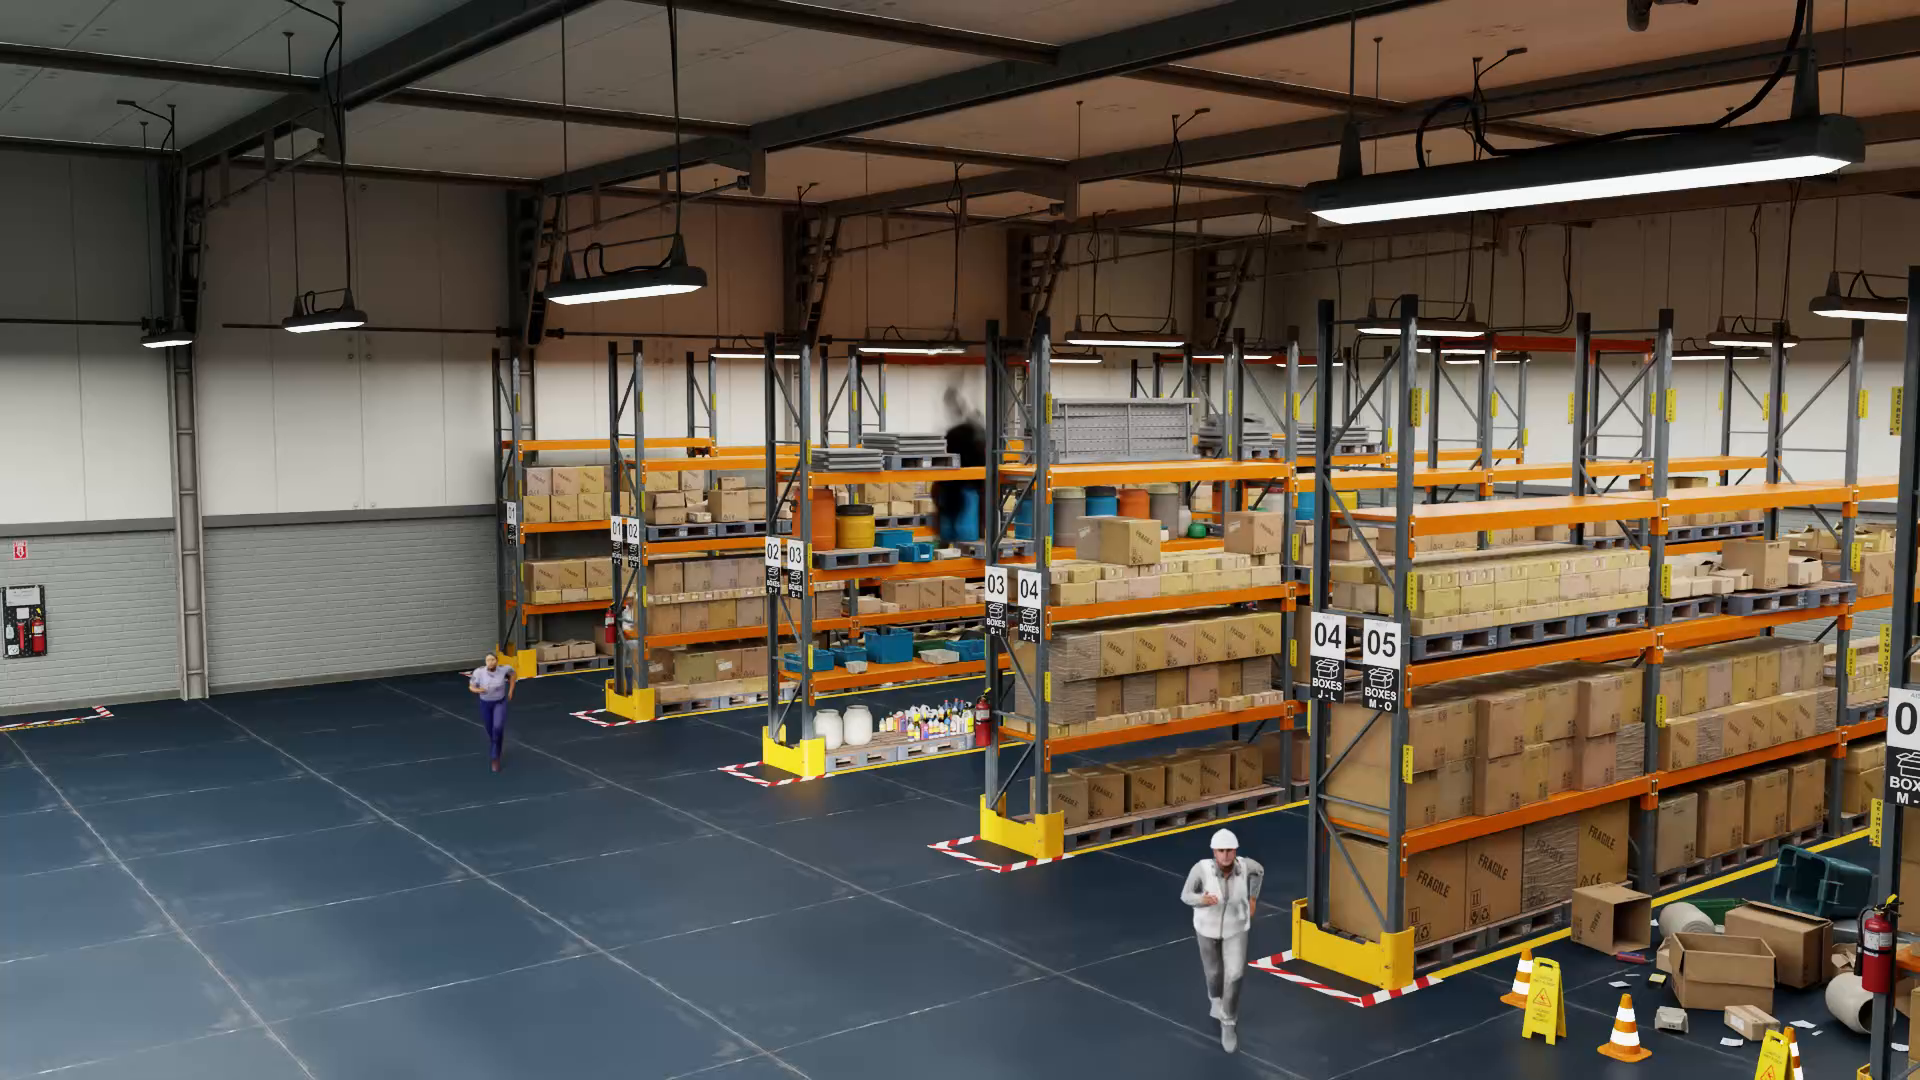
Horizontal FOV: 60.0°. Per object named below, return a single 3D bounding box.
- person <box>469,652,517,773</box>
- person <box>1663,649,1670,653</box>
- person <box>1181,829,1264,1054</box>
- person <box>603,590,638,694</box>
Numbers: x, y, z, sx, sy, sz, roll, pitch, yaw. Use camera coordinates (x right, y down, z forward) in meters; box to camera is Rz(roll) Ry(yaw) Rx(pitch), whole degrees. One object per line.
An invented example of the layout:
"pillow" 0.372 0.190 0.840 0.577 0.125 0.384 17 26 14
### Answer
"person" -6.479 2.340 23.136 0.601 1.662 0.941 0 5 -5
"person" 9.551 2.352 22.521 0.923 1.765 0.690 -5 7 -43
"person" 2.098 3.133 13.319 0.650 1.773 0.940 1 5 10
"person" -5.658 1.745 28.737 0.938 1.792 0.696 -5 7 -42
